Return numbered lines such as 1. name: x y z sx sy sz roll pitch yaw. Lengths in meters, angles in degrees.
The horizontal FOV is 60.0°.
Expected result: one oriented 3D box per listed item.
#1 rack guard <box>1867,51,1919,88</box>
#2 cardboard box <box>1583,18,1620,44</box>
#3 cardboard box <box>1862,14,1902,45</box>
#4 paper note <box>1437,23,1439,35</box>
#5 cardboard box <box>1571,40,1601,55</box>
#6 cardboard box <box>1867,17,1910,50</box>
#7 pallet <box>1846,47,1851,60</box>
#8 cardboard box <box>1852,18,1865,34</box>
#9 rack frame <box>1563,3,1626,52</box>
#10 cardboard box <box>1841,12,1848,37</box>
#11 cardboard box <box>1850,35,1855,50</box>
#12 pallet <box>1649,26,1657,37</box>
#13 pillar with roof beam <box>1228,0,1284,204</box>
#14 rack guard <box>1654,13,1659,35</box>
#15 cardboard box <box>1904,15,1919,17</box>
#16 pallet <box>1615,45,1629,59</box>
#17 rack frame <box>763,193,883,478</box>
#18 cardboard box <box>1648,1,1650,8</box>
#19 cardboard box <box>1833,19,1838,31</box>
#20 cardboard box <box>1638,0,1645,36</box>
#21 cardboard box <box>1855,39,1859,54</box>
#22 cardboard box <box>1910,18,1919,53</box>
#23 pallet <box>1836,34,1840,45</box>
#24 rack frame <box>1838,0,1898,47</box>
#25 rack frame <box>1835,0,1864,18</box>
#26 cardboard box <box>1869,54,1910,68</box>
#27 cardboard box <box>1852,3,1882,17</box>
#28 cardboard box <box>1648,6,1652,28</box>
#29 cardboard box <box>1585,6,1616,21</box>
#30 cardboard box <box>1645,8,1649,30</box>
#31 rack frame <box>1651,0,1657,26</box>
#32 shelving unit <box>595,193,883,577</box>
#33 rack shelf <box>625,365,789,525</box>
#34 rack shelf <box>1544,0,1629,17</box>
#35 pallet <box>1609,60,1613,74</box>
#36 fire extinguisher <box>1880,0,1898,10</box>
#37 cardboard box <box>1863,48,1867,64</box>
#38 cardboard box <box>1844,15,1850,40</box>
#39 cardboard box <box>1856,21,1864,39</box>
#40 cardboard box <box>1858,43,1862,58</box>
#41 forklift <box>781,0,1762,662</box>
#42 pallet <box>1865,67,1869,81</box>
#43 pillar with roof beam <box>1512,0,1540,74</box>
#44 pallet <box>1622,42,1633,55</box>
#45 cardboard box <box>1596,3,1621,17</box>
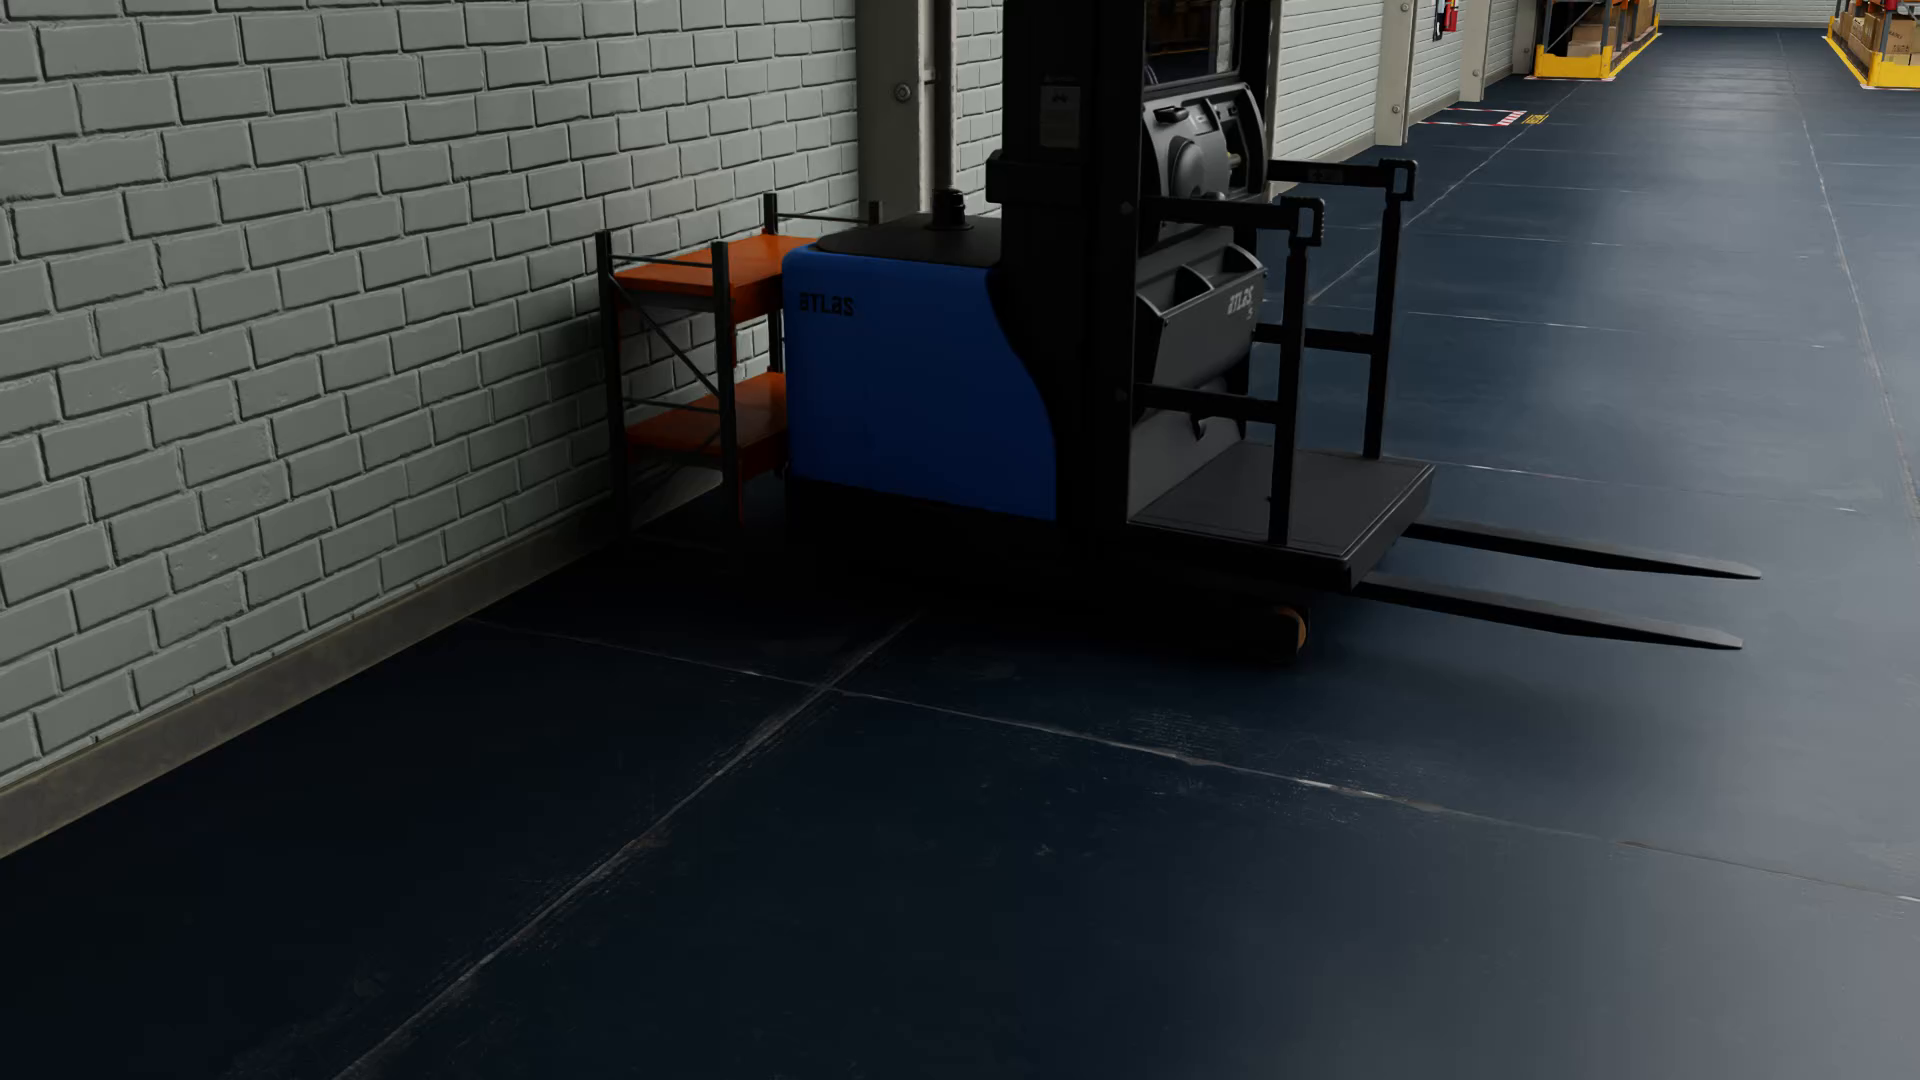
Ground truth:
1. rack guard: 14.607 -7.209 25.493 1.175 0.500 0.348 9 21 23
2. cardboard box: 12.432 -9.867 32.312 0.700 0.500 0.500 9 21 23
3. cardboard box: 15.582 -8.620 28.087 0.500 0.500 0.500 9 21 23
4. paper note: 5.955 -6.361 20.693 0.016 0.148 0.142 9 21 23
5. cardboard box: 10.695 -8.386 28.429 0.500 0.311 0.500 11 22 27
6. cardboard box: 14.961 -8.162 26.800 0.500 0.500 0.500 9 21 23
7. pallet: 17.520 -9.279 31.746 1.003 0.211 1.213 9 21 23
8. cardboard box: 17.203 -9.724 31.476 0.500 0.311 0.500 8 21 21
9. rack frame: 11.734 -10.295 30.441 1.000 3.000 0.127 9 21 23
10. cardboard box: 19.111 -10.977 35.433 0.500 0.500 0.500 8 21 20
11. cardboard box: 16.998 -9.308 31.143 0.500 0.250 0.500 8 21 21
12. pallet: 16.392 -12.394 40.505 1.003 0.211 1.213 9 21 23
13. pillar with roof beam: 6.150 -6.138 9.799 9.100 9.000 0.400 9 21 23
14. rack guard: 16.658 -12.793 41.195 1.175 0.500 0.348 9 21 23
15. cardboard box: 15.848 -8.396 27.458 0.500 0.500 0.500 9 21 23
16. pallet: 12.550 -9.594 32.630 1.003 0.211 1.213 9 21 23
17. rack frame: -0.516 -0.751 6.403 0.500 1.125 0.032 9 22 25
18. cardboard box: 15.717 -12.361 38.384 0.380 0.149 0.250 9 22 25
19. cardboard box: 20.278 -11.764 38.017 0.500 0.250 0.500 9 21 23
20. cardboard box: 14.158 -11.177 35.501 0.750 0.750 0.750 8 21 22
21. cardboard box: 16.369 -8.840 29.826 0.500 0.250 0.500 8 21 22
22. cardboard box: 15.243 -7.936 26.165 0.500 0.500 0.500 9 21 23
23. pallet: 19.813 -10.958 36.467 1.003 0.211 1.213 9 21 23
24. rack frame: 19.531 -12.062 35.409 1.000 3.000 0.127 9 21 23
25. rack frame: 21.169 -13.285 38.848 1.000 3.000 0.127 9 21 23
26. cardboard box: 14.567 -7.501 26.060 0.500 0.250 0.500 9 21 23
27. cardboard box: 18.081 -10.558 33.135 0.500 0.250 0.500 9 22 25
28. cardboard box: 16.248 -12.603 40.034 0.700 0.500 0.500 8 21 23
29. cardboard box: 12.198 -10.040 31.679 0.500 0.250 0.500 8 21 22
30. cardboard box: 15.619 -12.128 38.700 0.700 0.500 0.500 8 21 22
31. rack frame: 16.648 -13.963 40.756 1.000 3.000 0.127 9 21 23
32. shelving unit: -0.741 -0.599 5.974 0.538 1.125 1.048 9 22 25
33. rack shelf: -0.741 -0.368 6.056 0.538 0.278 1.000 9 22 25
34. rack shelf: 10.915 -9.345 28.842 1.077 0.370 4.000 9 21 23
35. pallet: 10.492 -8.025 28.220 1.003 0.211 1.213 9 21 23
36. fire extinguisher: 14.145 -8.385 25.185 0.296 0.674 0.183 9 21 23
37. cardboard box: 15.170 -7.961 27.354 0.500 0.250 0.500 9 21 23
38. cardboard box: 18.483 -10.506 34.109 0.500 0.500 0.500 8 21 21
39. cardboard box: 16.573 -9.258 30.166 0.500 0.311 0.500 8 21 23
40. cardboard box: 15.789 -8.419 28.641 0.500 0.250 0.500 9 21 23
41. forklift: 0.940 -1.221 5.027 3.031 2.935 1.130 10 22 27
42. pallet: 14.892 -7.320 26.235 1.003 0.211 1.213 9 21 23
43. pillar with roof beam: 13.521 -11.641 25.272 9.100 9.000 0.400 9 21 23
44. pallet: 13.051 -9.965 33.675 1.003 0.211 1.213 9 21 23
45. cardboard box: 12.834 -10.508 32.994 0.500 0.250 0.500 9 21 24
